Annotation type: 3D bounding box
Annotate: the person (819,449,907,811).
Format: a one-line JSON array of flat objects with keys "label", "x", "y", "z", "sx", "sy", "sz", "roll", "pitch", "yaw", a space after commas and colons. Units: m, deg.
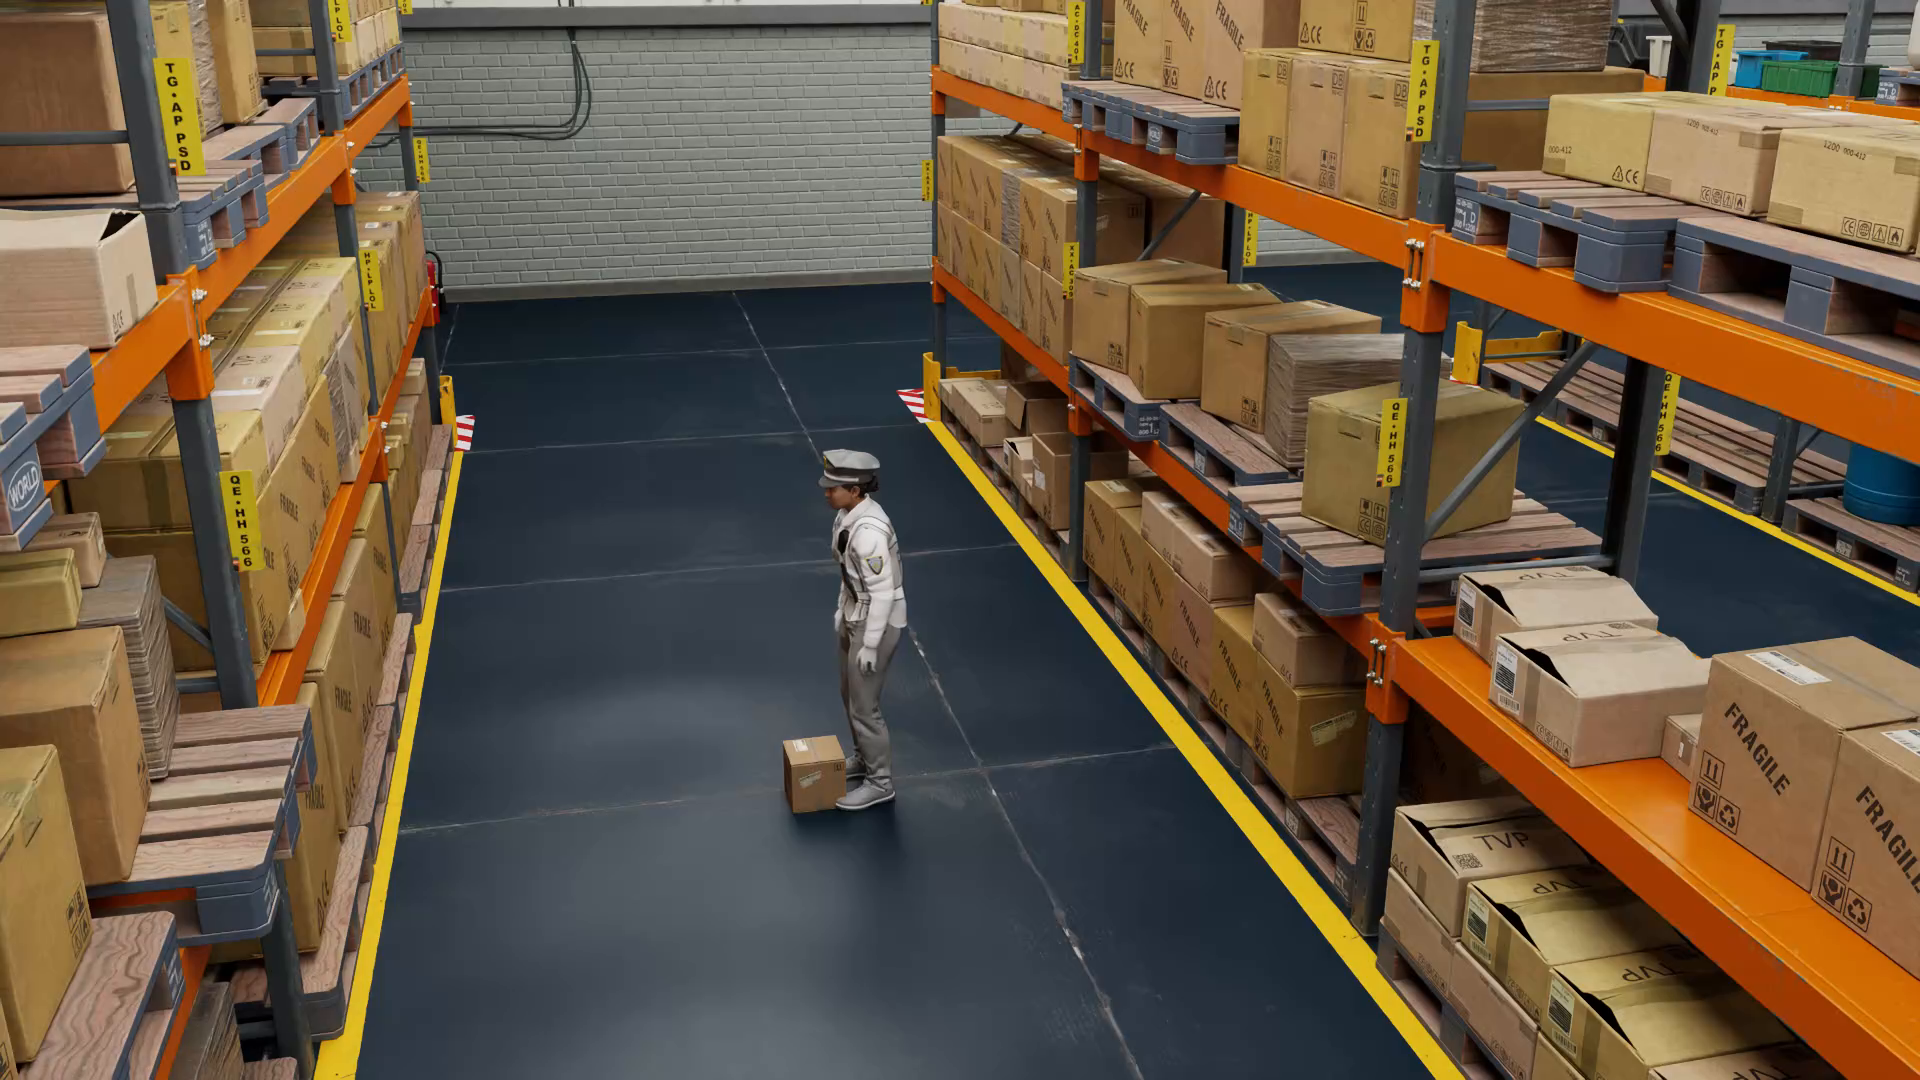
[{"label": "person", "x": -0.435, "y": 0.393, "z": 7.467, "sx": 0.370, "sy": 1.667, "sz": 0.547, "roll": -6, "pitch": 21, "yaw": -15}]
